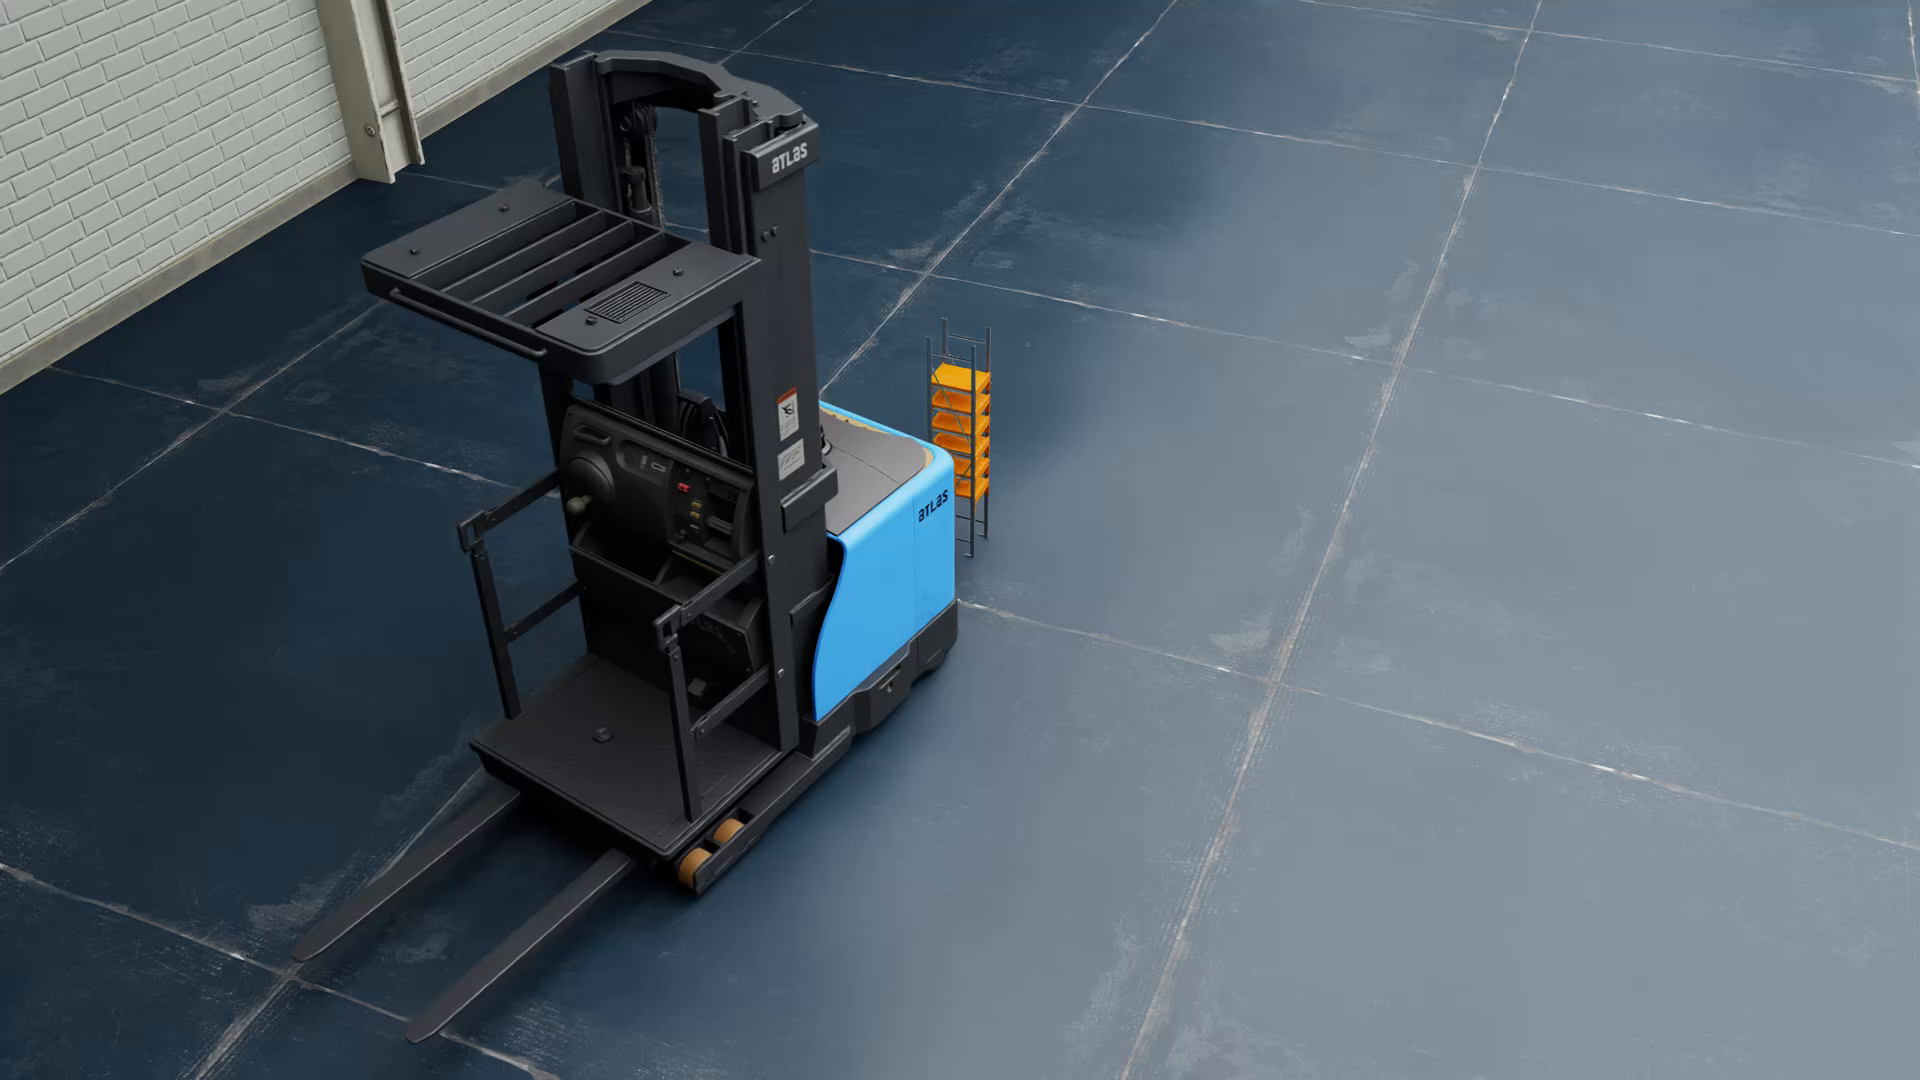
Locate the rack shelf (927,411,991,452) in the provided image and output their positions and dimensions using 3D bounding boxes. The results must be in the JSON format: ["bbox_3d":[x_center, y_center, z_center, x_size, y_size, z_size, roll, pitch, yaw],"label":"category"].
[{"bbox_3d":[-0.005,-0.533,7.936,0.258,0.103,0.180,14,39,18],"label":"rack shelf"}]

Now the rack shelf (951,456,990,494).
[{"bbox_3d":[-0.006,-0.341,8.080,0.258,0.103,0.180,14,39,18],"label":"rack shelf"}]

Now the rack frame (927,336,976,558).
[{"bbox_3d":[-0.040,-0.422,7.914,0.240,1.200,0.006,14,39,18],"label":"rack frame"}]

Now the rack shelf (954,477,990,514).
[{"bbox_3d":[-0.006,-0.245,8.152,0.258,0.103,0.180,14,39,18],"label":"rack shelf"}]

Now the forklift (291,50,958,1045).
[{"bbox_3d":[-1.267,-0.130,6.077,1.130,2.935,3.031,23,42,27],"label":"forklift"}]

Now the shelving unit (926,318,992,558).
[{"bbox_3d":[-0.005,-0.473,7.982,0.258,1.200,0.189,14,39,18],"label":"shelving unit"}]

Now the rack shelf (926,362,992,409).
[{"bbox_3d":[-0.005,-0.725,7.793,0.258,0.103,0.180,14,39,18],"label":"rack shelf"}]

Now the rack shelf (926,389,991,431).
[{"bbox_3d":[-0.005,-0.629,7.865,0.258,0.103,0.180,14,39,18],"label":"rack shelf"}]

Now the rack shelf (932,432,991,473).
[{"bbox_3d":[-0.005,-0.437,8.008,0.258,0.103,0.180,14,39,18],"label":"rack shelf"}]

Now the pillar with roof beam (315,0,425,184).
[{"bbox_3d":[-0.093,-5.276,7.894,9.100,9.000,0.400,14,39,18],"label":"pillar with roof beam"}]

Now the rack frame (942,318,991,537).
[{"bbox_3d":[0.029,-0.523,8.049,0.240,1.200,0.006,14,39,18],"label":"rack frame"}]
